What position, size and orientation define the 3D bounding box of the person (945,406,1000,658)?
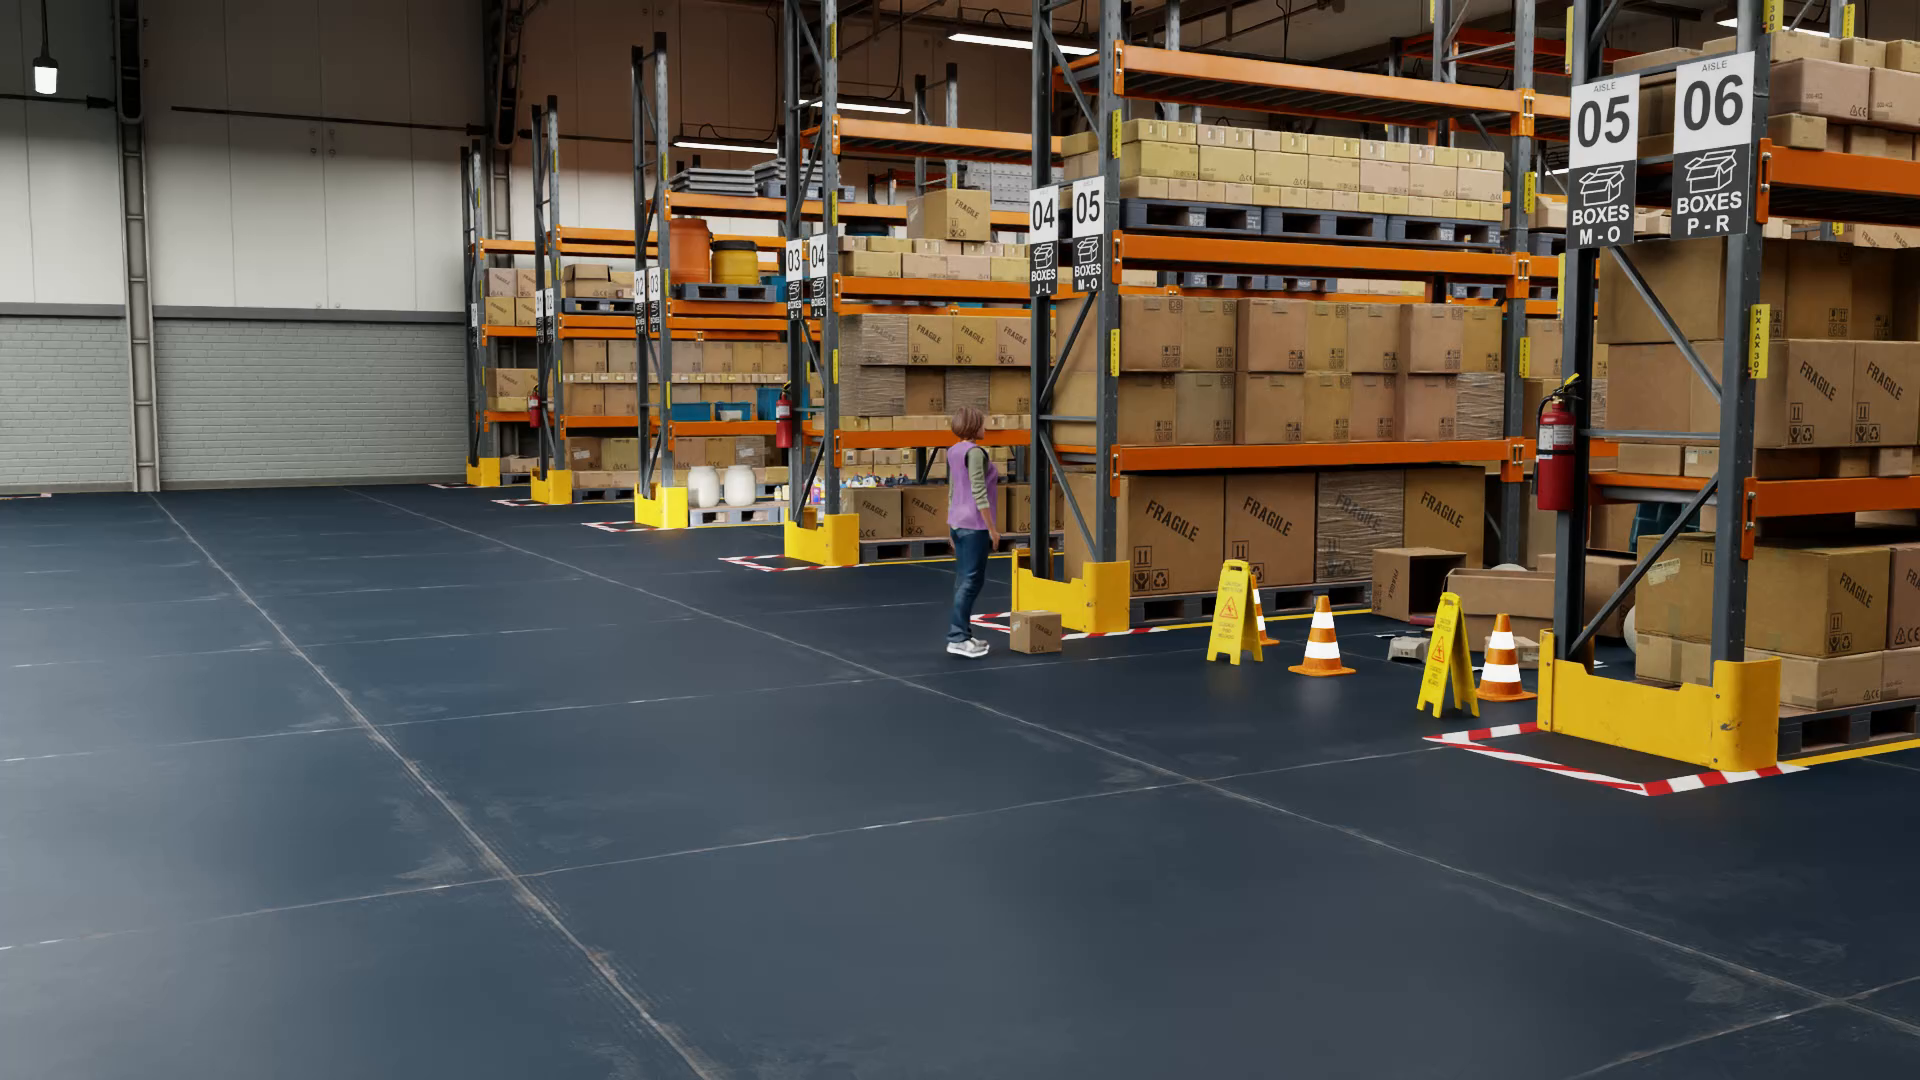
[{"bbox_3d":[0.064,-0.061,10.682,0.348,1.599,0.439,-2,6,-21],"label":"person"}]
